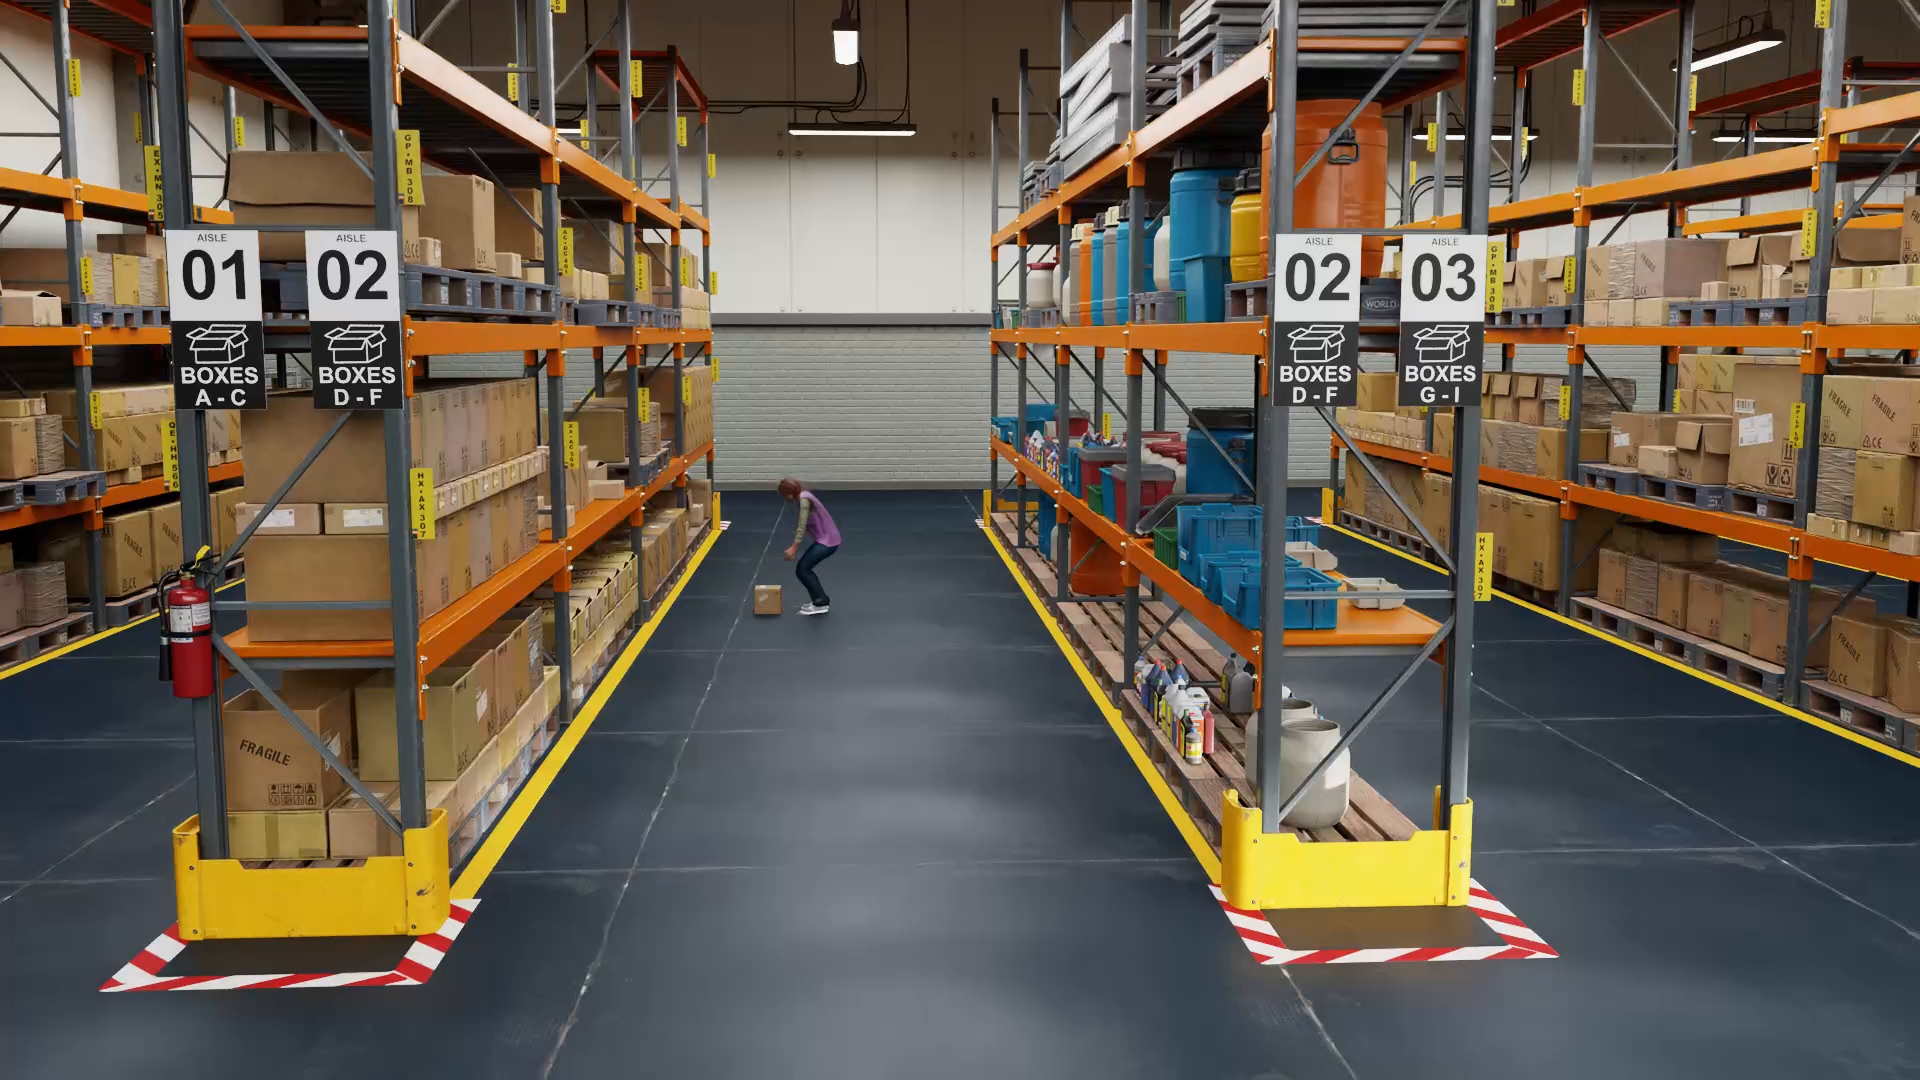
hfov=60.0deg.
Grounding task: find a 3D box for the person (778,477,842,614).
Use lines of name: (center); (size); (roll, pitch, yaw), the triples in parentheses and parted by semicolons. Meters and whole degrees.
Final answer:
person: (-1.475, 0.053, 16.407); (0.621, 1.351, 0.461); (0, 7, -3)
